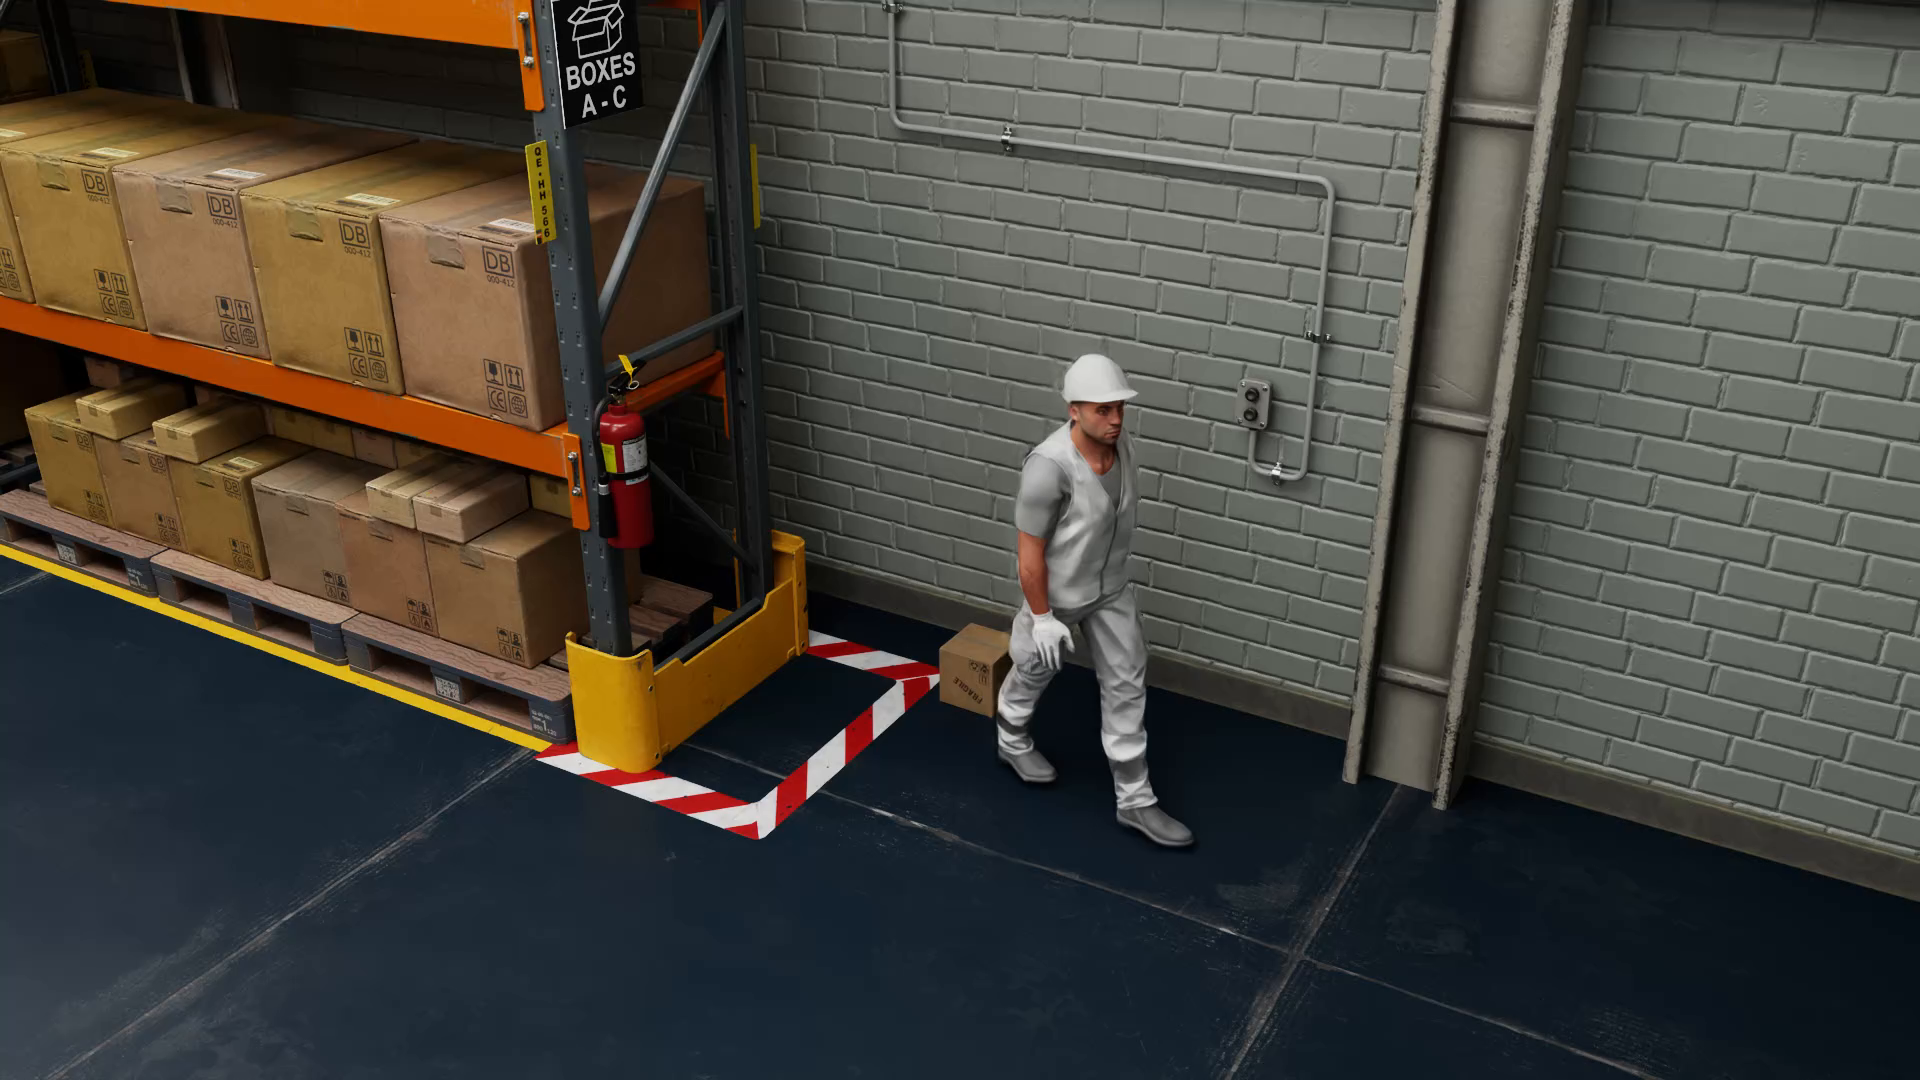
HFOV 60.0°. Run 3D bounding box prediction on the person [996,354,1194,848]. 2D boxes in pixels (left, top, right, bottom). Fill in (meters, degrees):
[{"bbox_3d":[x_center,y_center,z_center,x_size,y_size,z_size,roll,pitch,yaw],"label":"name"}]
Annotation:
[{"bbox_3d":[0.428,0.188,5.692,0.576,1.754,0.858,-18,32,-32],"label":"person"}]
